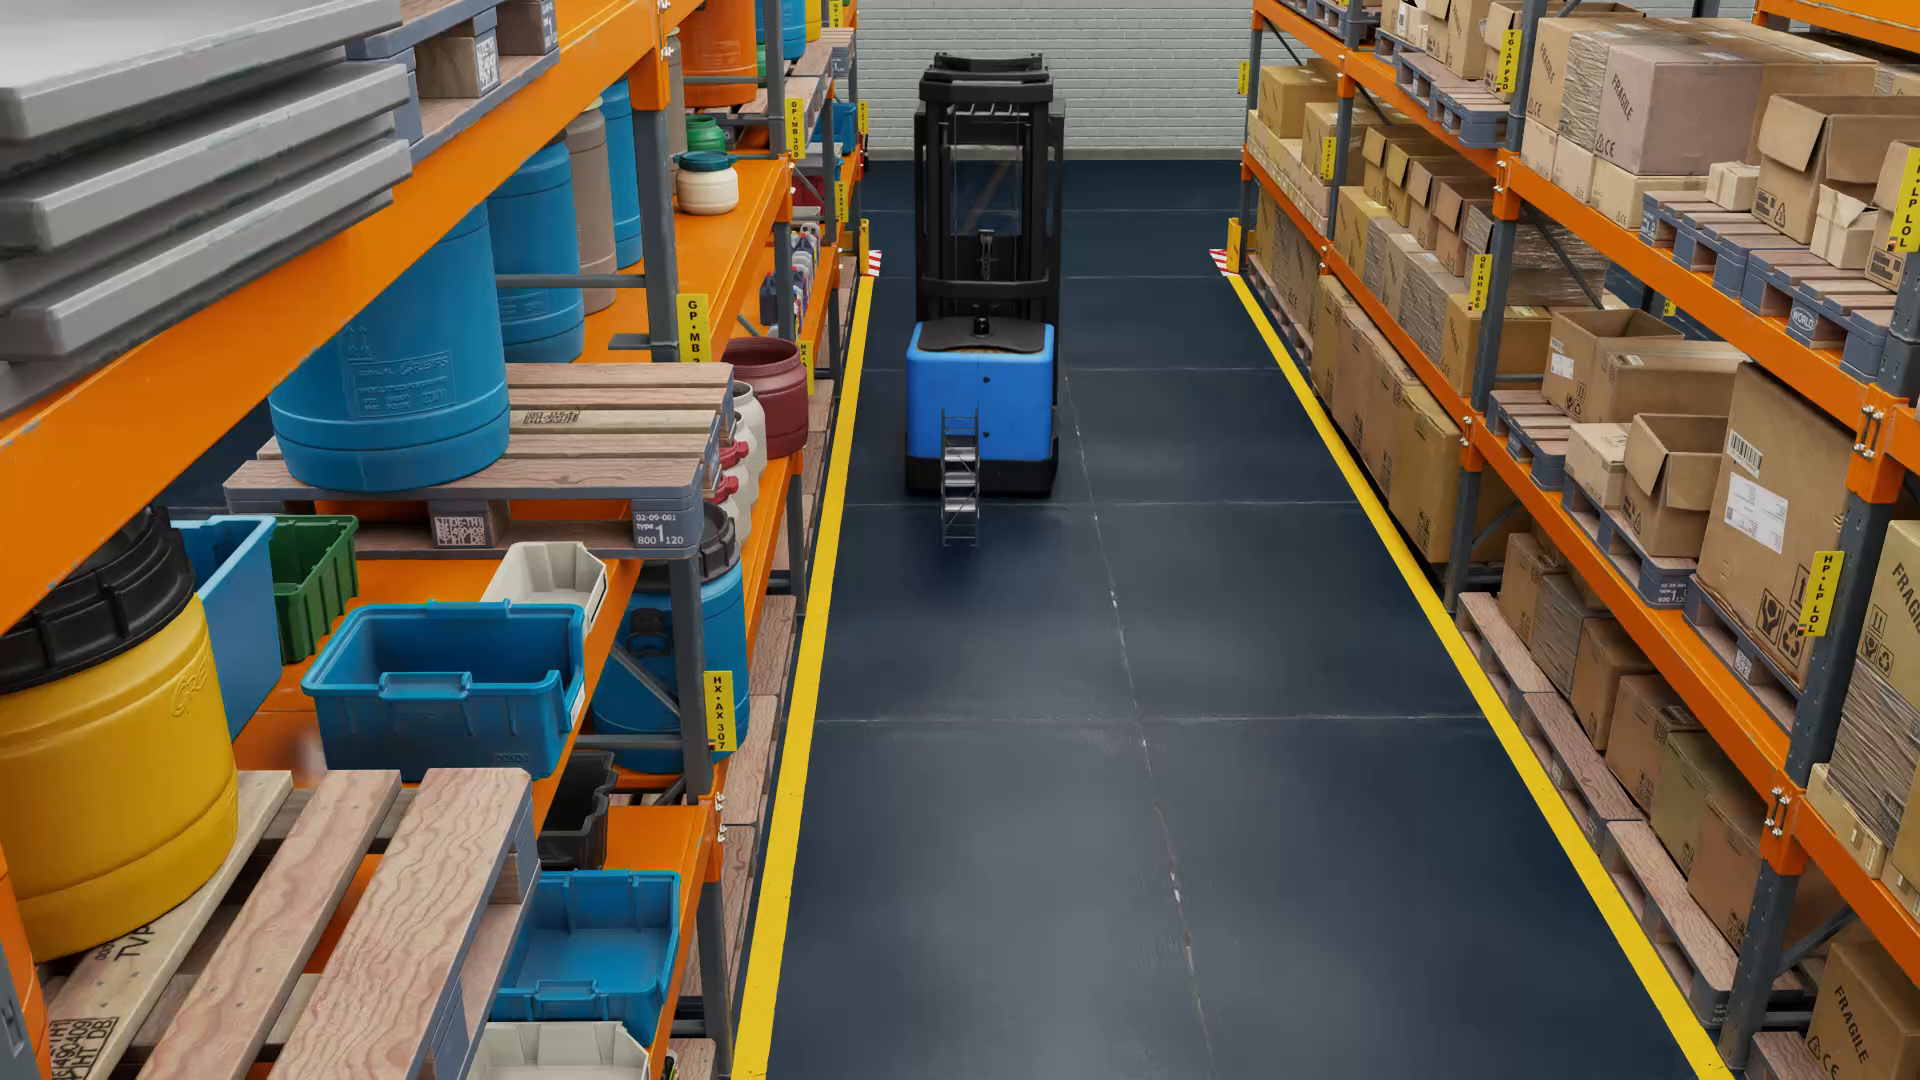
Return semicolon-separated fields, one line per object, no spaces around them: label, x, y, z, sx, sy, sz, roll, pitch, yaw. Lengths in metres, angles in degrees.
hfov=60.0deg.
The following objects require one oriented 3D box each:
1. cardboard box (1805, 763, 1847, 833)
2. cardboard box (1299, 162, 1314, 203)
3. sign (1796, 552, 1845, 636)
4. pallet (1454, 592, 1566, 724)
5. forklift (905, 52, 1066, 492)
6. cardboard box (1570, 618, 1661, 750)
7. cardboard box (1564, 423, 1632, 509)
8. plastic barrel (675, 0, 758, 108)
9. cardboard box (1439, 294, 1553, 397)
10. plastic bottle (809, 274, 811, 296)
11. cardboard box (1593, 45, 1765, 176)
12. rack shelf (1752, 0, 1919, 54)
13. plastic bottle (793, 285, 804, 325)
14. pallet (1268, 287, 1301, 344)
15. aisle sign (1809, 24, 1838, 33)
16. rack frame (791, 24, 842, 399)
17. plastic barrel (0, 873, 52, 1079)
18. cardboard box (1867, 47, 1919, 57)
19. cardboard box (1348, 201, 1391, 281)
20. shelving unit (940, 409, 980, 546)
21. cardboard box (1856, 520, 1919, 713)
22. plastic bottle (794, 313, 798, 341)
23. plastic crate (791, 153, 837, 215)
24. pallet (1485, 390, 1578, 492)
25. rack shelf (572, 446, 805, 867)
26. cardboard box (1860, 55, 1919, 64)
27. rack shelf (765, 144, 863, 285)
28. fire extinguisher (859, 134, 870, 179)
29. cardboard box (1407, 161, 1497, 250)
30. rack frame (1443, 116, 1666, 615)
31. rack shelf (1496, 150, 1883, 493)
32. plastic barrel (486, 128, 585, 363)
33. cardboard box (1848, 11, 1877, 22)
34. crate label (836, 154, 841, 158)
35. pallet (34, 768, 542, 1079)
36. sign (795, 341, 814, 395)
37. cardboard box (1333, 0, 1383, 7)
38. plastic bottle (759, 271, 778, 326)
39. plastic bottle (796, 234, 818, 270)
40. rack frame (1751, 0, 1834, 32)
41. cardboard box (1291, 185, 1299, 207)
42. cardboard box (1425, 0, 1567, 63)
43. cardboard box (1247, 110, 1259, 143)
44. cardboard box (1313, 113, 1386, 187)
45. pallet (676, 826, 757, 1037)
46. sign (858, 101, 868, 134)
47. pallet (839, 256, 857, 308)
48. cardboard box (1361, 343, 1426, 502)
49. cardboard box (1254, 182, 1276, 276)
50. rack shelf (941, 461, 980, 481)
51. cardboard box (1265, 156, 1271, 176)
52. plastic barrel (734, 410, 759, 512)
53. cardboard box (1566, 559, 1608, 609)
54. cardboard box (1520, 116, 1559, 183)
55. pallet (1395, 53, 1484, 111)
cardboard box;3.250;0.917;5.887;0.380;0.149;0.250;0;24;-1
cardboard box;3.186;-3.045;14.164;0.500;0.250;0.500;0;24;1
sign;2.994;0.189;5.787;0.100;0.325;0.005;0;24;-1
pallet;3.512;0.657;9.541;1.003;0.211;1.213;0;24;-1
forklift;0.227;-2.243;12.652;1.130;2.935;3.031;2;24;4
cardboard box;3.564;0.741;8.471;0.700;0.500;0.500;2;24;4
cardboard box;3.293;-0.367;8.094;0.500;0.250;0.500;-1;24;-2
plastic barrel;-1.451;-2.901;9.353;0.600;0.830;0.708;0;24;-1
cardboard box;3.252;-1.183;10.105;0.500;0.500;0.500;0;24;1
plastic bottle;-1.124;-1.849;11.938;0.097;0.201;0.097;0;24;0
cardboard box;3.267;-1.965;7.586;0.500;0.500;0.500;-1;24;-2
rack shelf;8.400;-4.428;14.632;1.077;0.370;4.000;0;24;-1
plastic bottle;-1.144;-1.608;11.316;0.152;0.276;0.135;0;24;-1
pallet;3.515;-2.131;15.705;1.003;0.211;1.213;0;24;-1
aisle sign;8.678;-5.429;16.458;0.394;0.787;0.004;0;24;-1
rack frame;-1.491;-2.562;13.274;1.000;3.000;0.127;0;24;-1
plastic barrel;-1.493;0.430;1.989;0.600;0.830;0.708;0;24;-1
cardboard box;8.652;-4.239;15.287;0.500;0.500;0.500;1;24;2
cardboard box;3.223;-2.232;12.423;0.500;0.500;0.500;0;24;0
shelving unit;0.000;-0.413;11.072;0.258;0.900;0.210;0;24;-1
cardboard box;3.299;0.263;5.334;0.500;0.500;0.500;0;24;-1
plastic bottle;-1.093;-1.381;10.805;0.061;0.283;0.133;0;24;-1
plastic crate;-1.250;-2.987;14.064;0.402;0.464;0.583;0;24;-1
pallet;3.619;-0.555;9.070;1.213;0.211;1.003;0;24;-1
rack shelf;-1.426;0.239;7.955;1.077;0.370;4.000;0;24;-1
cardboard box;8.122;-4.031;14.827;0.500;0.500;0.500;-1;24;-2
rack shelf;-1.513;-3.058;15.244;1.077;0.370;4.000;0;24;-1
fire extinguisher;-1.082;-4.069;17.153;0.296;0.674;0.183;0;24;-1
cardboard box;3.495;-2.284;11.322;0.797;0.503;0.637;1;24;1
rack frame;3.505;-0.936;9.679;1.000;3.000;0.127;0;24;-1
rack shelf;3.527;-1.150;7.386;1.077;0.370;4.000;0;24;-1
plastic barrel;-1.627;-1.069;5.725;0.600;0.901;0.708;0;24;-1
cardboard box;8.142;-4.683;14.506;0.500;0.250;0.500;0;24;-1
crate label;-1.329;-3.548;15.701;0.396;0.136;0.243;0;24;-1
pallet;-1.272;0.761;2.516;1.003;0.211;1.213;0;24;-1
sign;-0.898;-0.993;9.608;0.100;0.325;0.005;0;24;-1
cardboard box;3.393;-4.555;13.289;0.700;0.500;0.500;-2;24;-4
plastic bottle;-1.293;-1.652;11.322;0.144;0.351;0.185;0;24;-1
plastic bottle;-1.160;-2.194;12.611;0.152;0.276;0.135;0;24;-1
rack frame;8.378;-4.213;16.924;1.000;3.000;0.127;0;24;-1
cardboard box;3.119;-3.018;14.587;0.380;0.149;0.250;0;24;0
cardboard box;3.461;-3.382;10.814;0.797;0.503;0.637;-1;24;-1
cardboard box;3.153;-4.100;16.497;0.500;0.250;0.500;-1;24;-2
cardboard box;3.189;-3.181;13.554;0.500;0.500;0.500;0;24;1
pallet;-1.452;1.682;7.275;1.003;0.211;1.213;0;24;-1
sign;-0.985;-4.293;16.905;0.100;0.325;0.005;0;24;-1
pallet;-1.565;-2.599;16.741;1.003;0.211;1.213;0;24;-1
cardboard box;3.516;-0.811;11.471;1.225;0.875;0.875;0;24;0
cardboard box;3.505;-3.192;16.736;0.875;0.875;0.875;0;24;-1
rack shelf;0.000;-0.465;11.049;0.258;0.077;0.200;0;24;-1
cardboard box;3.105;-3.546;15.756;0.380;0.149;0.250;-1;24;-2
plastic barrel;-1.218;-0.368;8.287;0.421;0.512;0.421;0;24;0
cardboard box;3.558;0.156;8.855;0.500;0.250;0.500;2;24;5
cardboard box;3.255;-2.039;8.661;0.500;0.250;0.500;0;24;0
pallet;3.430;-2.942;10.704;1.003;0.211;1.213;1;24;2
